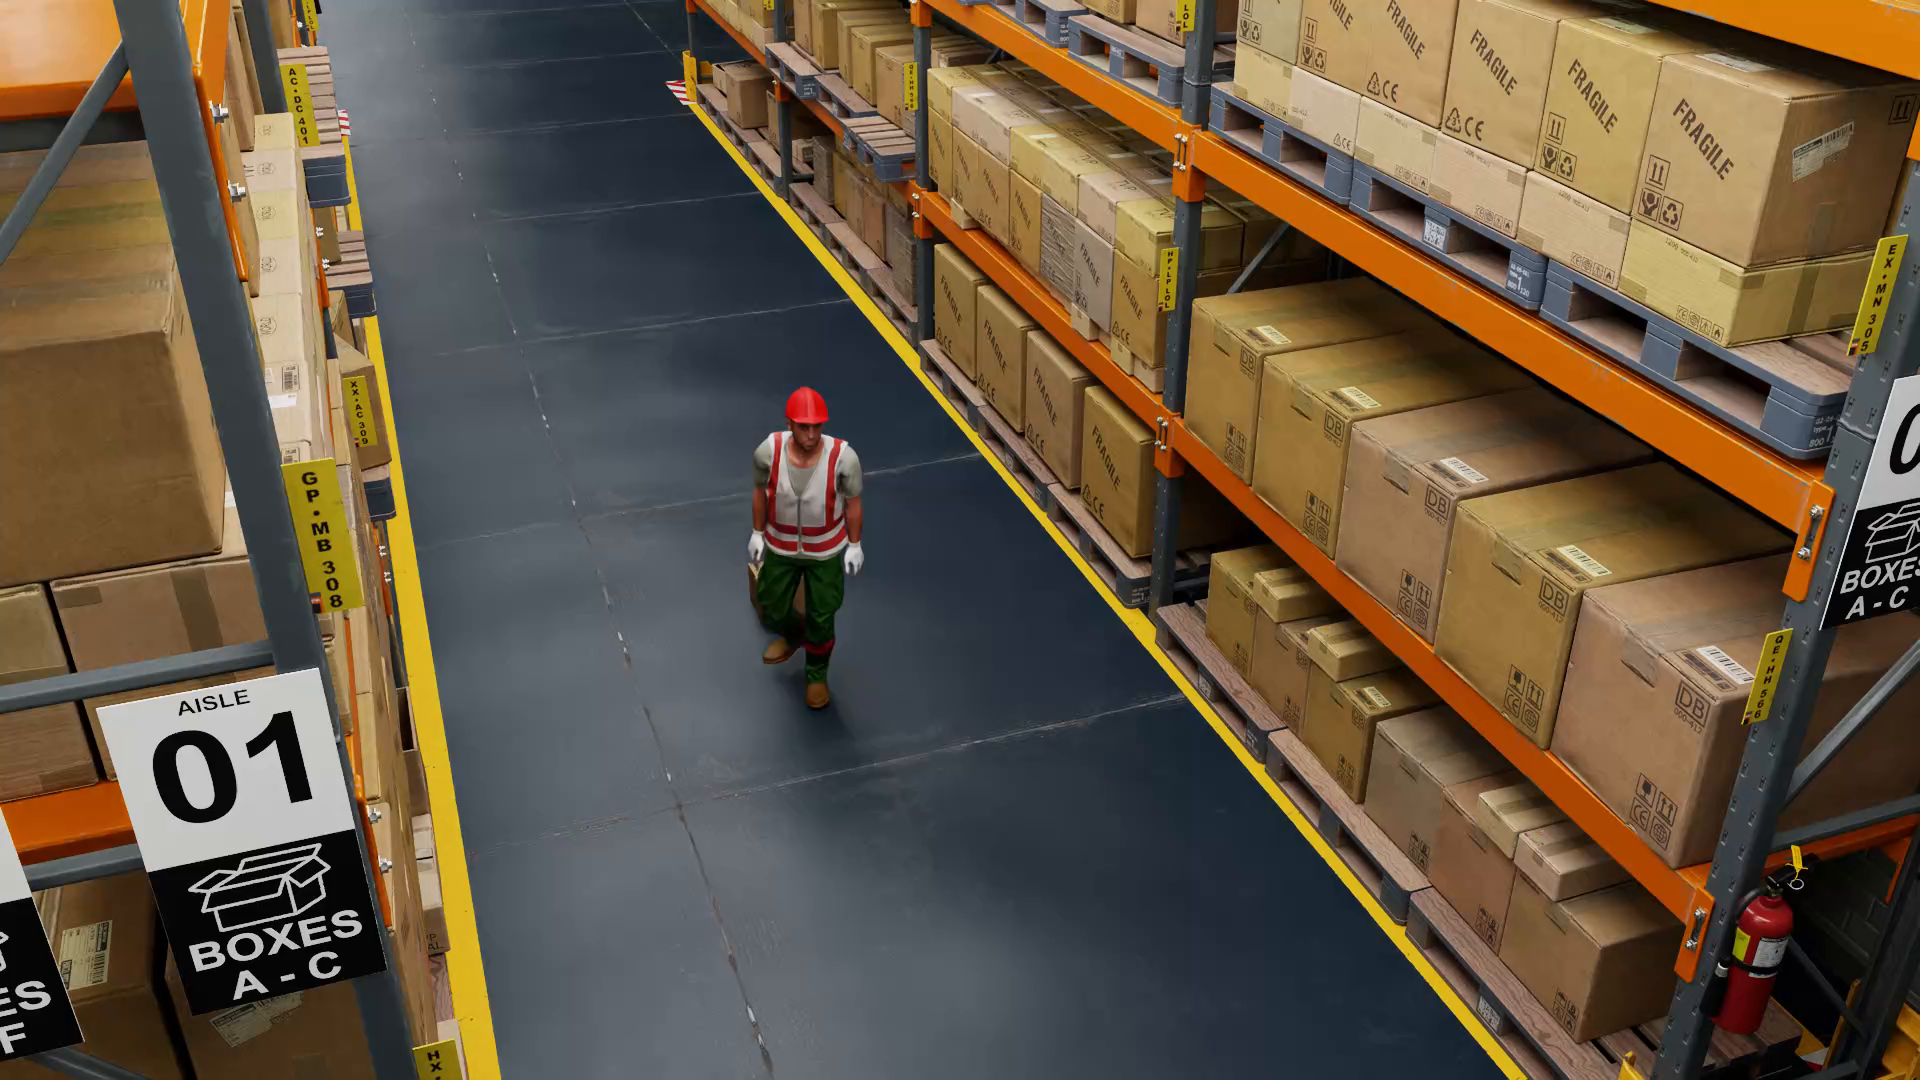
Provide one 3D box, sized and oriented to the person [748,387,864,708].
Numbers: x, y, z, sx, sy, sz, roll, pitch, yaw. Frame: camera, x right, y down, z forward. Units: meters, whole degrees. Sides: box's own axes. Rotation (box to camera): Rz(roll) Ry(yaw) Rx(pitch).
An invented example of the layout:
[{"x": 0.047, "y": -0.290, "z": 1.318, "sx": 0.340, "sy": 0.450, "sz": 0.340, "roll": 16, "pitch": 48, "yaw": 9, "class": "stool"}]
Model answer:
[{"x": -0.766, "y": 0.009, "z": 8.301, "sx": 0.589, "sy": 1.782, "sz": 0.568, "roll": 2, "pitch": 30, "yaw": 3, "class": "person"}]
